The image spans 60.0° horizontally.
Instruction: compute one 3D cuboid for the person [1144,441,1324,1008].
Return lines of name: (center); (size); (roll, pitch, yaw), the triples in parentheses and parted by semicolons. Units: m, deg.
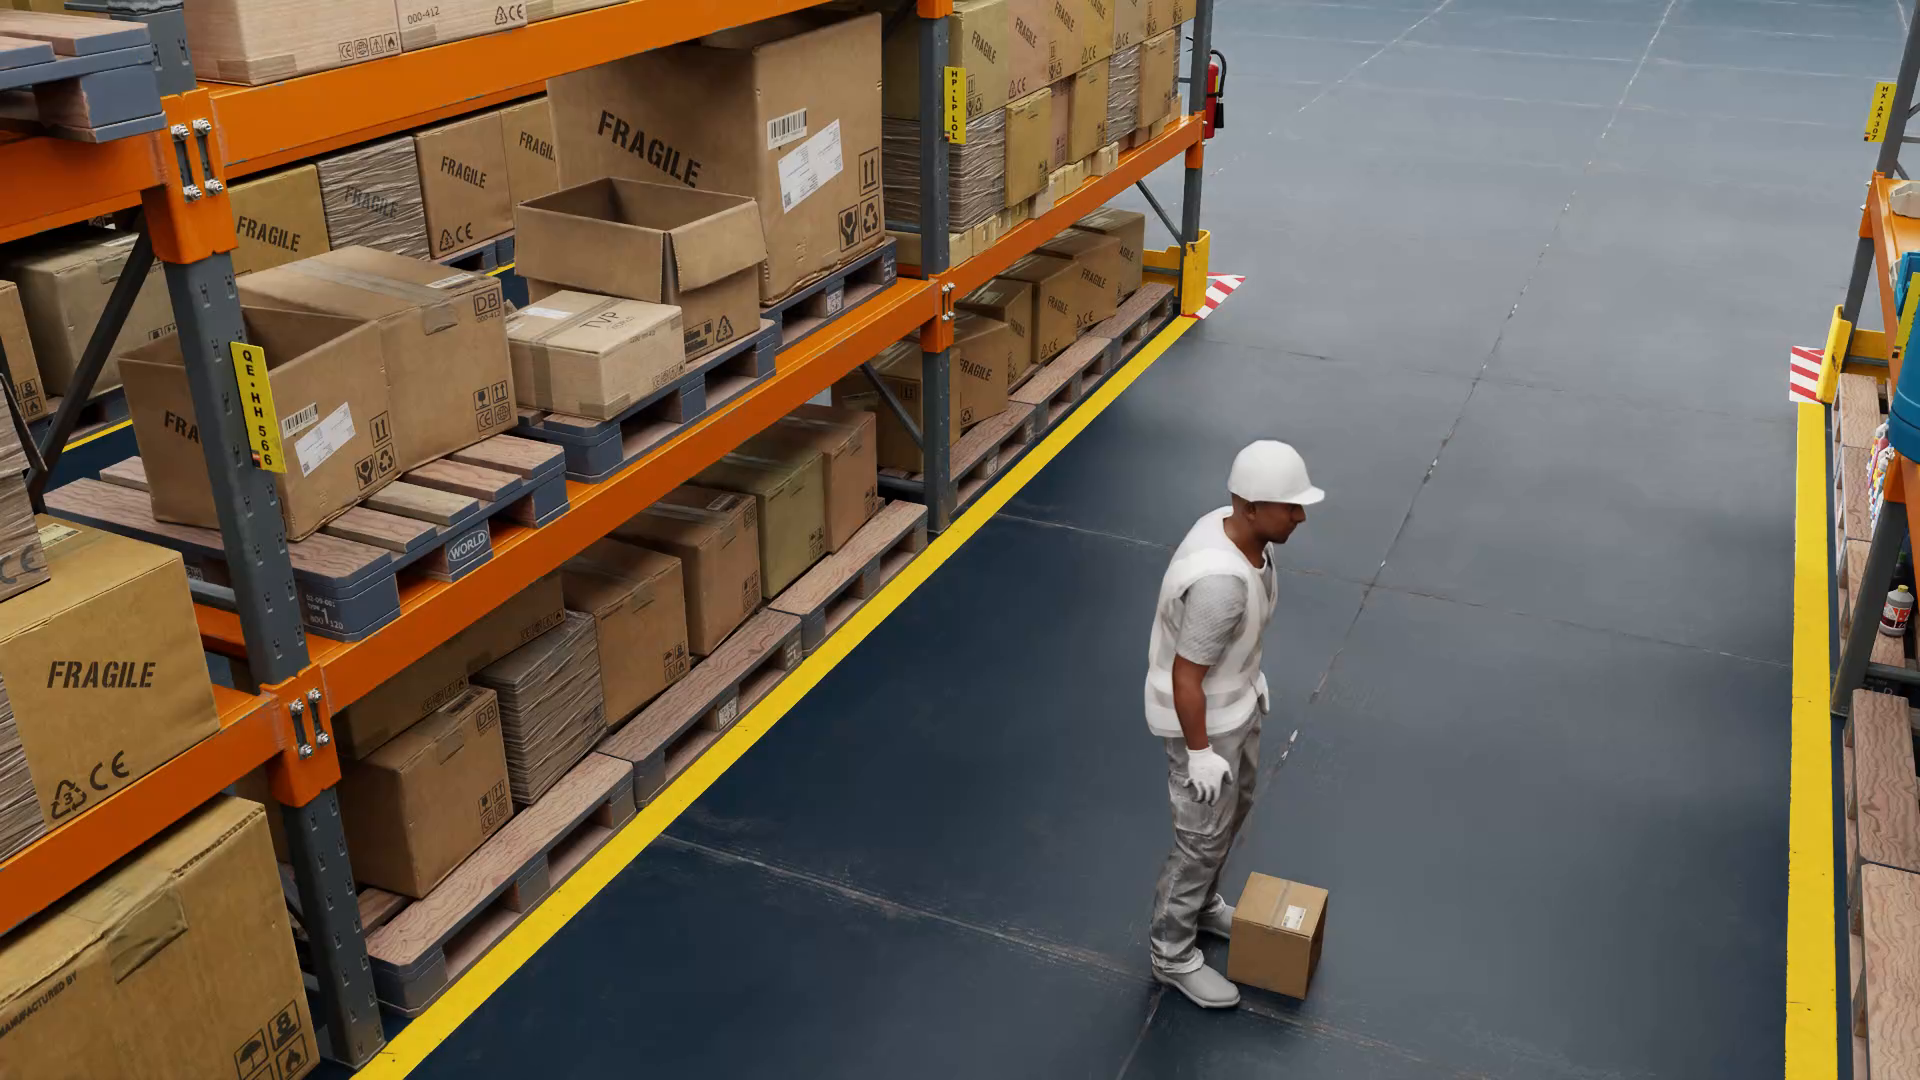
person: (0.794, 0.531, 5.008); (0.453, 1.773, 0.620); (11, 28, 21)
